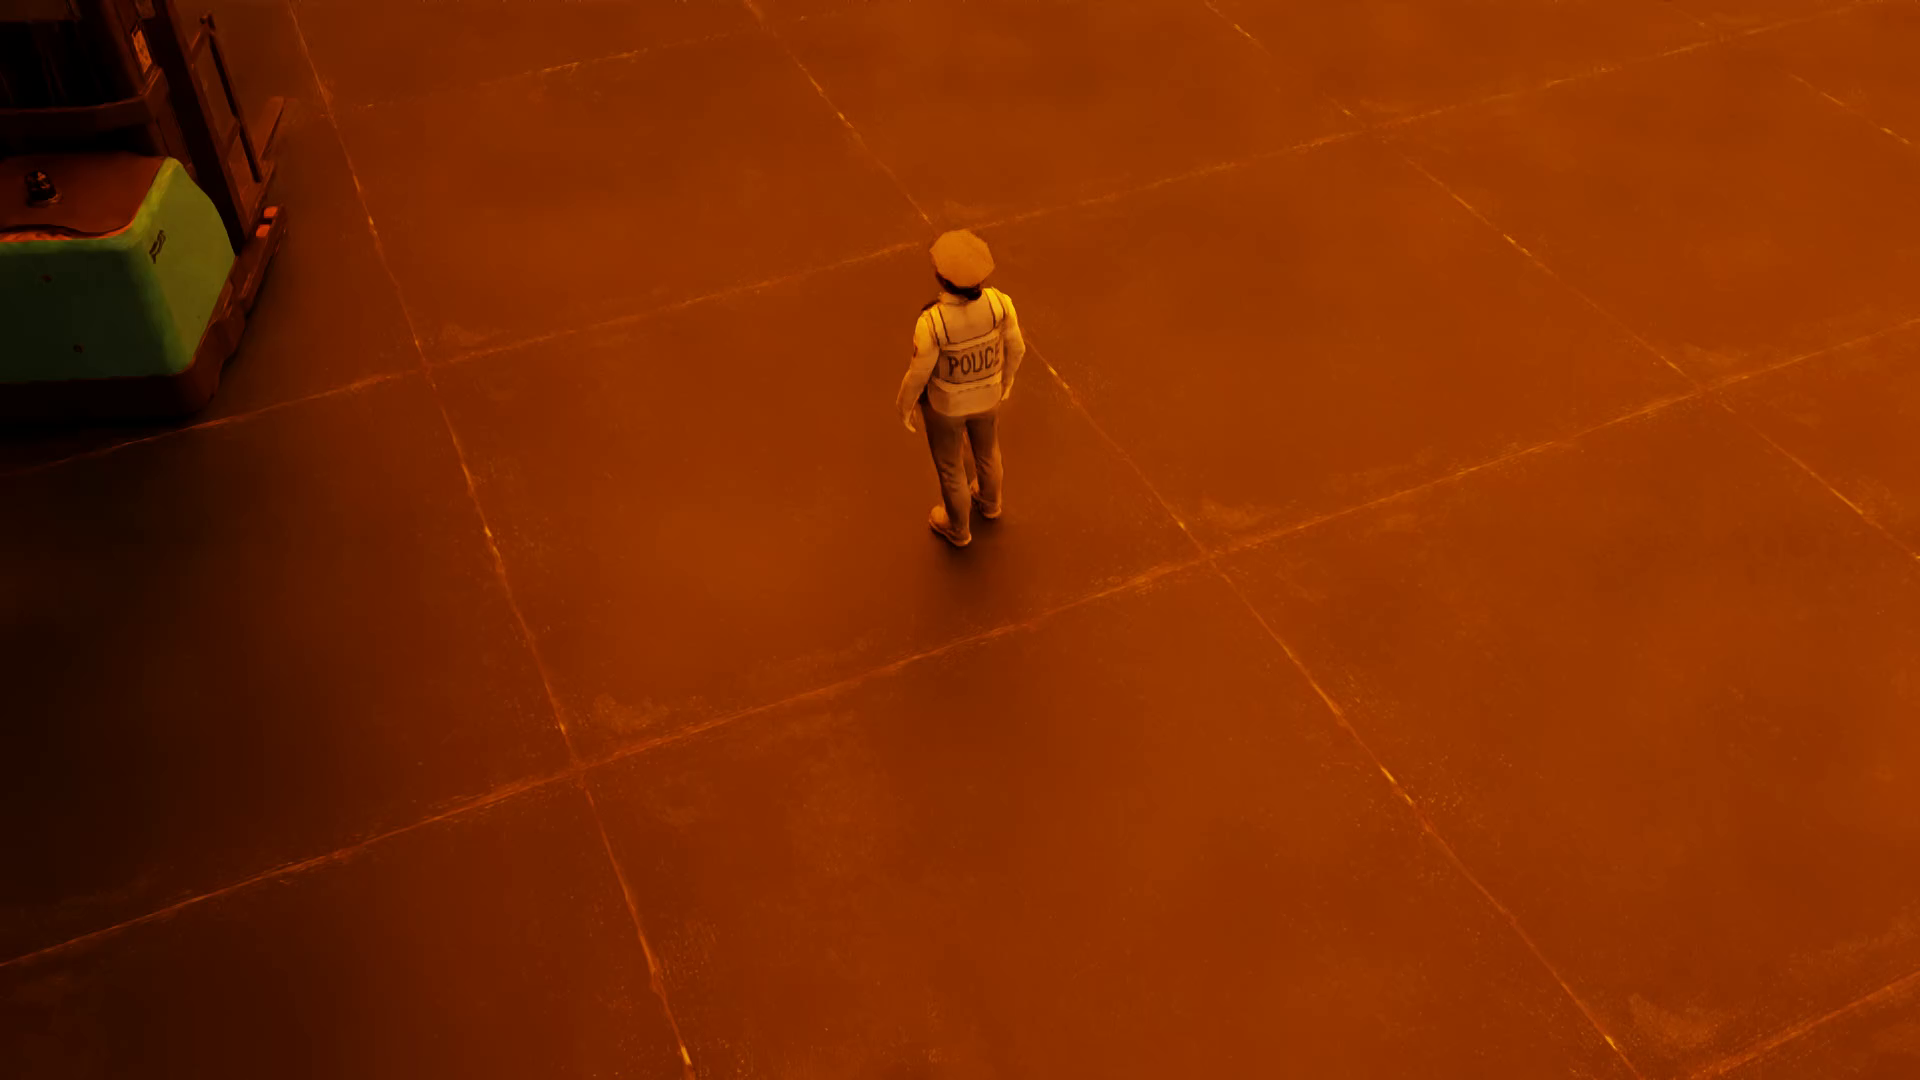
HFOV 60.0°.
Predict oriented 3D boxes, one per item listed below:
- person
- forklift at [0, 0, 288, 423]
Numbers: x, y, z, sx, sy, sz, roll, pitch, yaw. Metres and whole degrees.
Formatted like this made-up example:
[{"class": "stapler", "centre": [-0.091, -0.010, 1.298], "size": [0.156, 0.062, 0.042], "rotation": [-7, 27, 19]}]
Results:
[{"class": "person", "centre": [-0.022, -0.669, 7.292], "size": [0.586, 1.695, 0.533], "rotation": [-18, 46, -18]}, {"class": "forklift", "centre": [-4.478, -2.661, 8.531], "size": [1.130, 2.935, 3.031], "rotation": [-3, 43, -4]}]
